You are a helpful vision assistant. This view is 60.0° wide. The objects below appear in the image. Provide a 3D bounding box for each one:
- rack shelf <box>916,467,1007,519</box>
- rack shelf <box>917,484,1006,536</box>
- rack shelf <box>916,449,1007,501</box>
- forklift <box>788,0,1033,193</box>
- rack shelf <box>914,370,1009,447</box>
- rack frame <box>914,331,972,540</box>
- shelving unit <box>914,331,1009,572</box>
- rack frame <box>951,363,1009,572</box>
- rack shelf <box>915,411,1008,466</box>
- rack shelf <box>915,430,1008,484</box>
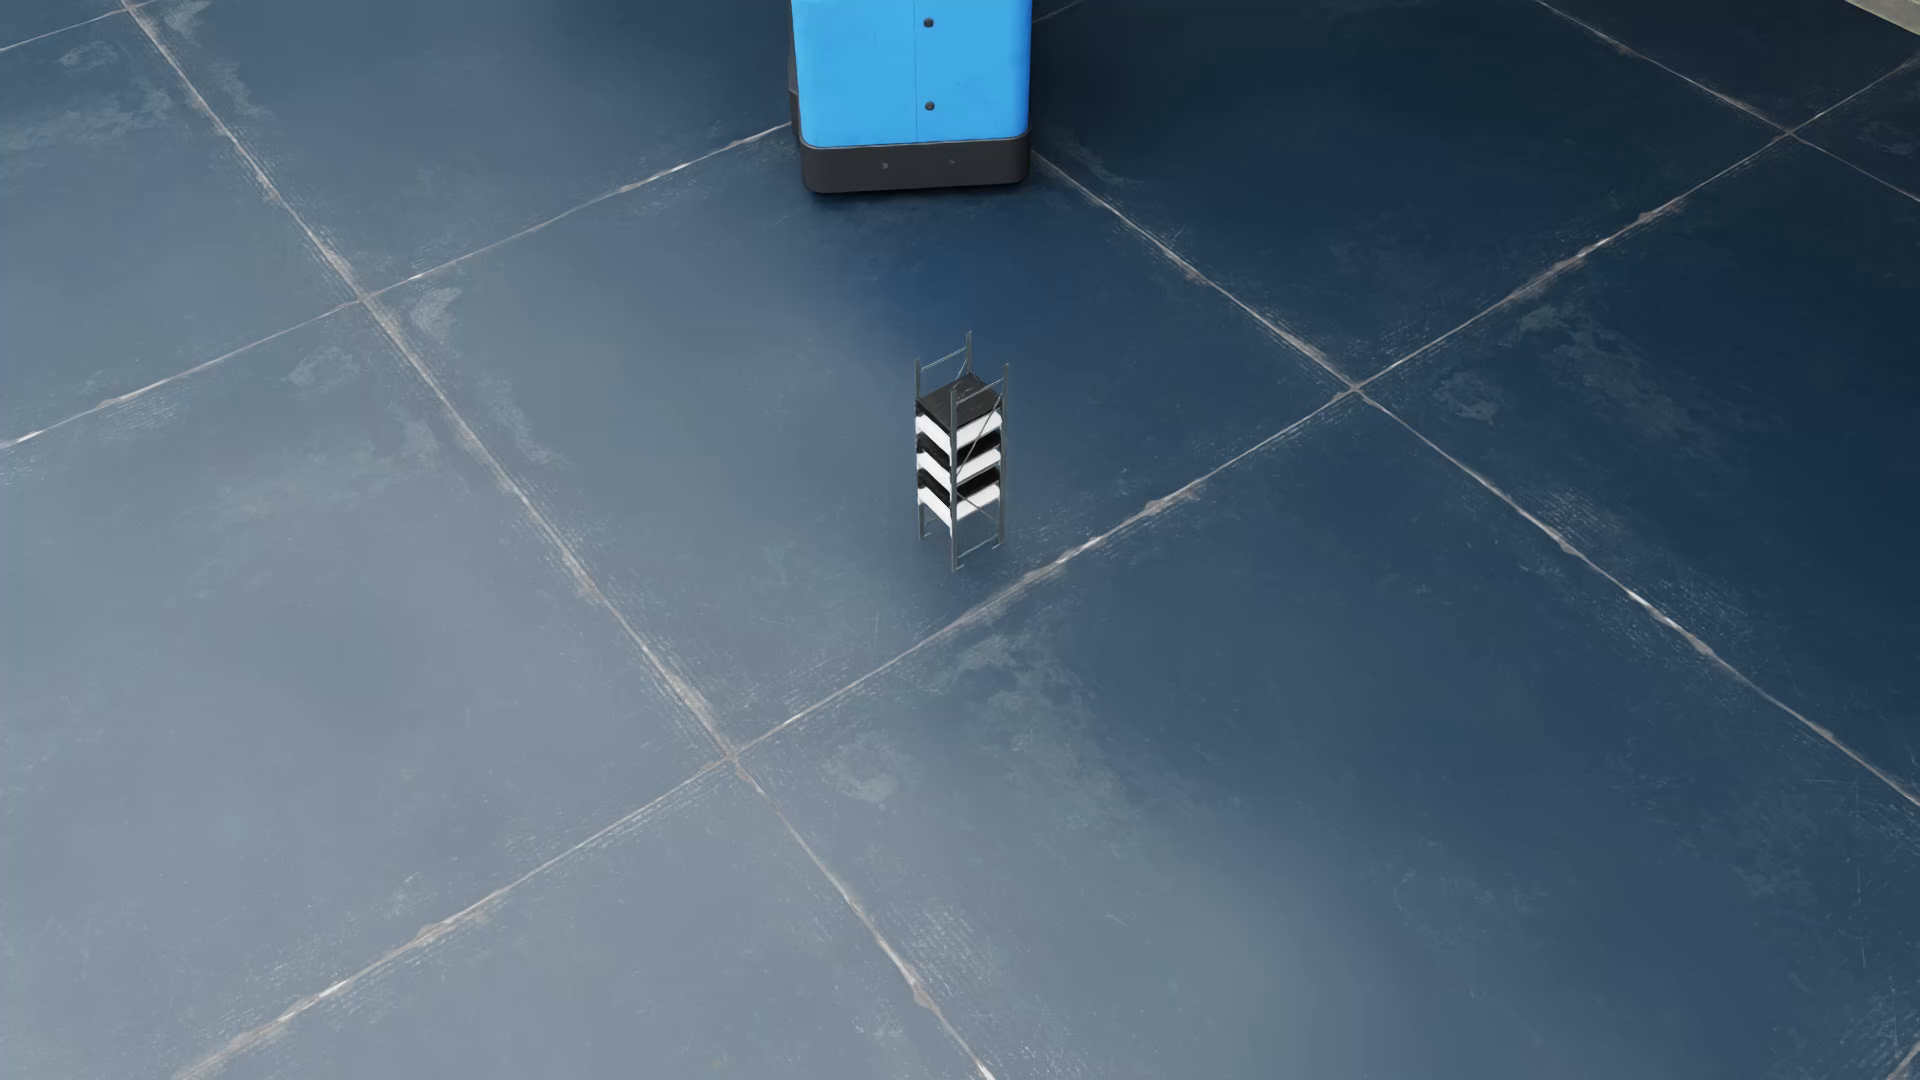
[{"bbox_3d":[0.005,-0.215,6.004,0.258,0.077,0.200,-29,54,-24],"label":"rack shelf"},{"bbox_3d":[0.005,-0.154,6.070,0.258,0.077,0.200,-29,54,-24],"label":"rack shelf"},{"bbox_3d":[0.005,-0.275,5.937,0.258,0.077,0.200,-29,54,-24],"label":"rack shelf"},{"bbox_3d":[-0.326,-3.663,7.593,1.130,2.935,3.031,-4,48,-3],"label":"forklift"},{"bbox_3d":[0.005,-0.456,5.737,0.258,0.077,0.200,-29,54,-24],"label":"rack shelf"},{"bbox_3d":[-0.057,-0.357,5.967,0.240,0.900,0.006,-29,54,-24],"label":"rack frame"},{"bbox_3d":[0.005,-0.297,5.912,0.258,0.900,0.210,-29,54,-24],"label":"shelving unit"},{"bbox_3d":[0.066,-0.238,5.858,0.240,0.900,0.006,-29,54,-24],"label":"rack frame"},{"bbox_3d":[0.005,-0.396,5.804,0.258,0.077,0.200,-29,54,-24],"label":"rack shelf"},{"bbox_3d":[0.005,-0.336,5.870,0.258,0.077,0.200,-29,54,-24],"label":"rack shelf"}]
